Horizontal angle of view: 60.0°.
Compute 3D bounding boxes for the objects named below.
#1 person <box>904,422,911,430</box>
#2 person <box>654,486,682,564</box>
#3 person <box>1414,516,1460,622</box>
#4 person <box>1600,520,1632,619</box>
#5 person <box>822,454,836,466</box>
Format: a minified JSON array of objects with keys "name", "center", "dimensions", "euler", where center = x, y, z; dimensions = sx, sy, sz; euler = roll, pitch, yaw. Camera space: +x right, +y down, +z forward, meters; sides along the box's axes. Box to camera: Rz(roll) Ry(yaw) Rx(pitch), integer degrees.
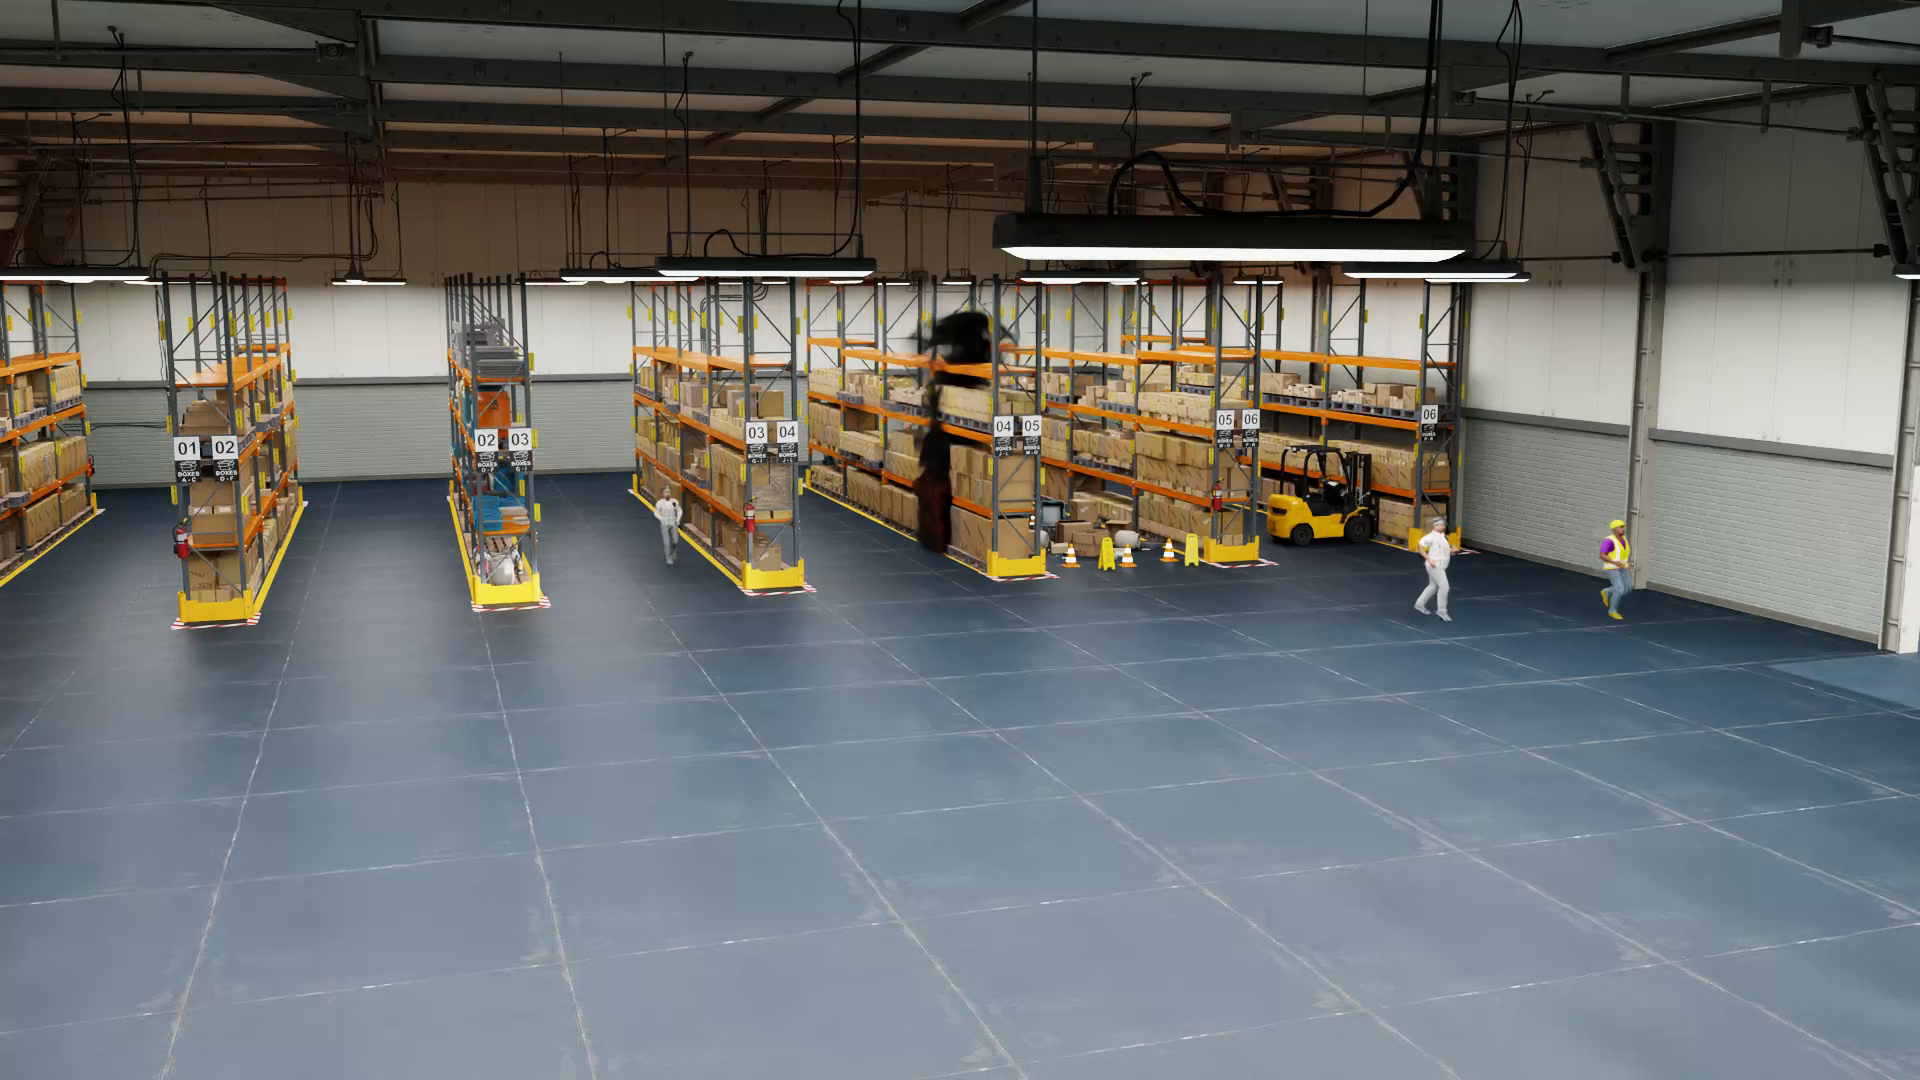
[{"name":"person","center":[-1.582,-2.725,50.322],"dimensions":[0.632,1.730,0.689],"euler":[-3,9,-19]},{"name":"person","center":[-6.048,-0.308,34.607],"dimensions":[0.589,1.648,0.528],"euler":[-2,9,-16]},{"name":"person","center":[8.296,0.494,28.985],"dimensions":[0.760,1.848,0.643],"euler":[5,10,30]},{"name":"person","center":[11.476,0.499,29.132],"dimensions":[0.736,1.726,0.612],"euler":[-6,10,-34]},{"name":"person","center":[-3.904,-2.588,49.953],"dimensions":[0.690,1.653,0.569],"euler":[-3,9,-17]}]
